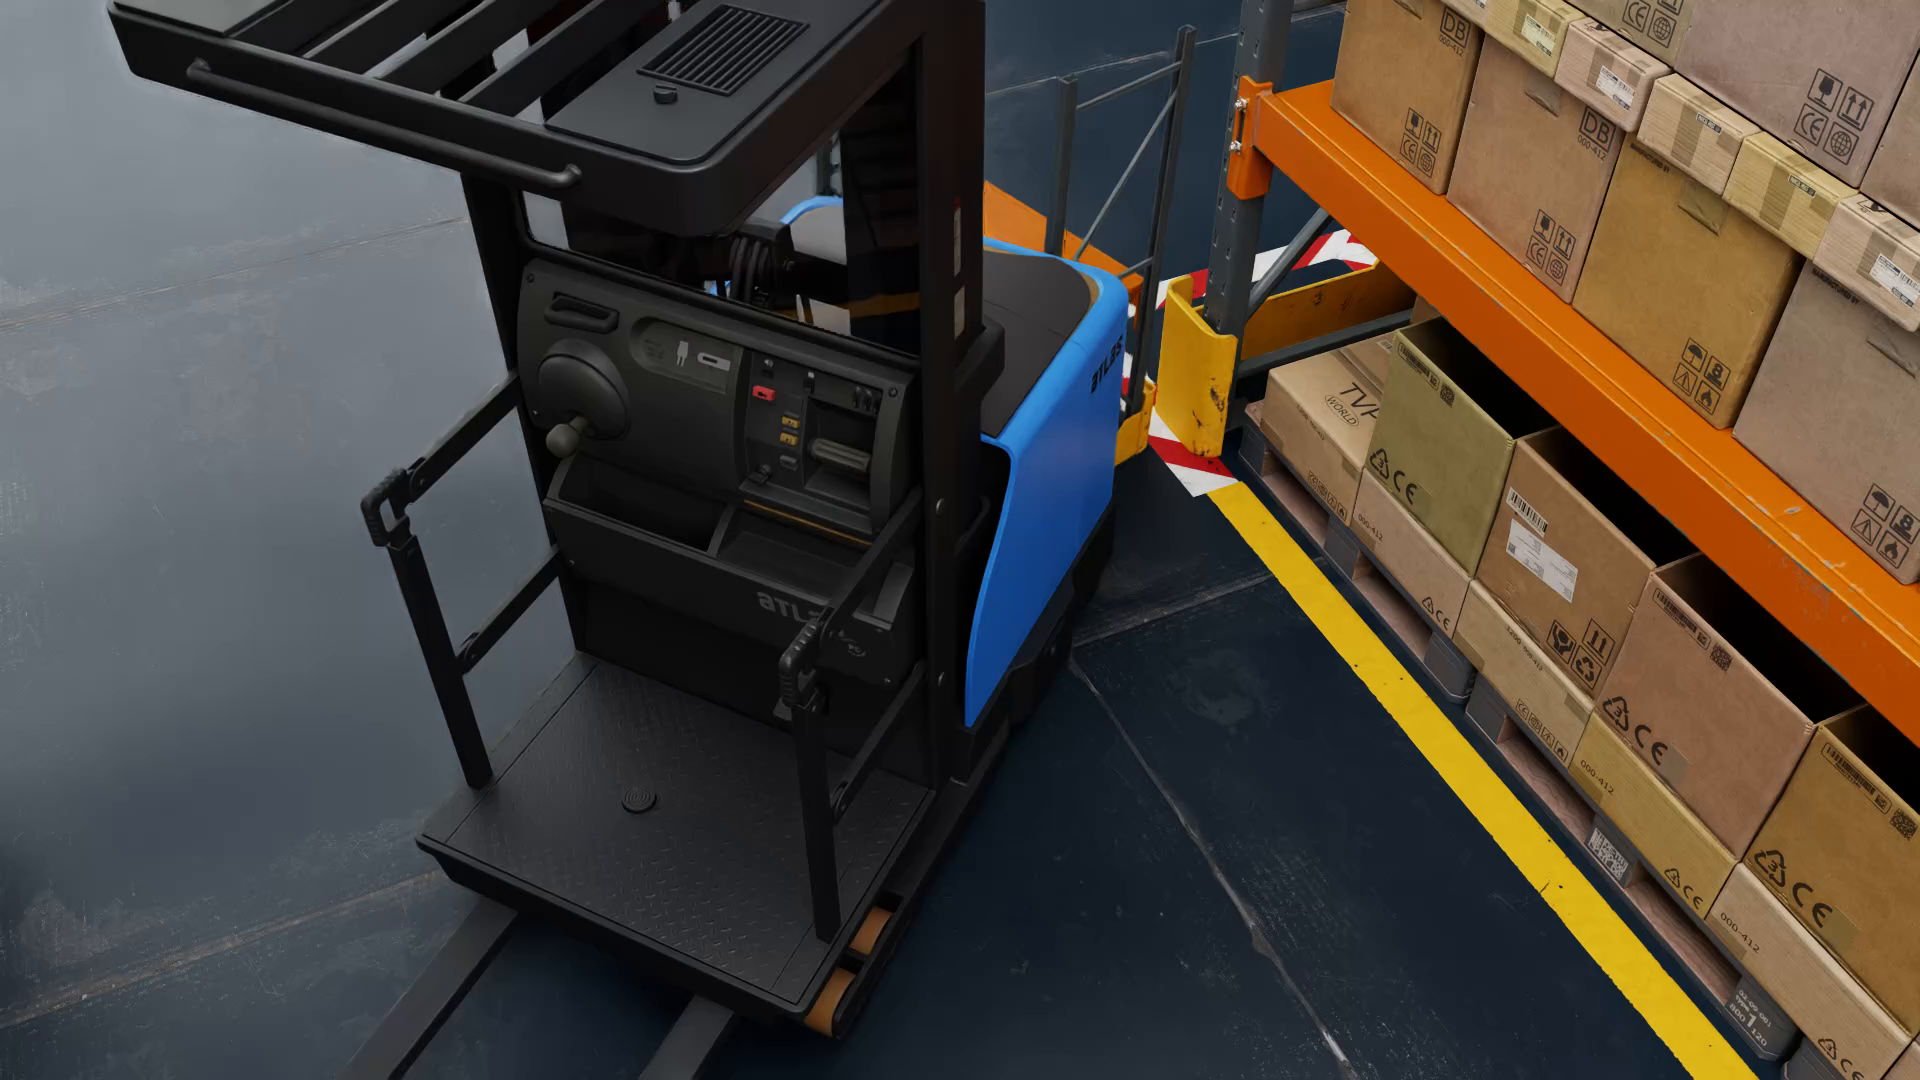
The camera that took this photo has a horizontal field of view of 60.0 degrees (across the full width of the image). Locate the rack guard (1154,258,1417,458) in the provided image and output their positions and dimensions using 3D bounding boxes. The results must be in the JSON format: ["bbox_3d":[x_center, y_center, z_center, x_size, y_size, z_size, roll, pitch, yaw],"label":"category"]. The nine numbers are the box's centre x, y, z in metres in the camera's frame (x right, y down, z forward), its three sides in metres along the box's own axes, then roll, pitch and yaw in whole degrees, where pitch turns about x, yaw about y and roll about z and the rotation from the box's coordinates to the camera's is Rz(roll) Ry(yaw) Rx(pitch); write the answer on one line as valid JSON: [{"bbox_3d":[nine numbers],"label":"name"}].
[{"bbox_3d":[1.249,-0.717,5.621,1.175,0.500,0.348,-18,47,-17],"label":"rack guard"}]

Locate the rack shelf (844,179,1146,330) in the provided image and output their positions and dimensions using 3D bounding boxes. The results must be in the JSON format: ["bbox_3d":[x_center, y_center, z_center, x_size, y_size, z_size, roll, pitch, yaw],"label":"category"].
[{"bbox_3d":[0.072,-0.888,5.313,0.538,0.185,1.000,-31,53,-30],"label":"rack shelf"}]

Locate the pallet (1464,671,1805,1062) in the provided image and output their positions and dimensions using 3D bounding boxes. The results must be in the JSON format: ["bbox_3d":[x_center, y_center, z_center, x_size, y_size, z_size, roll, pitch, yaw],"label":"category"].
[{"bbox_3d":[2.128,0.652,4.439,1.003,0.211,1.213,-18,47,-17],"label":"pallet"}]

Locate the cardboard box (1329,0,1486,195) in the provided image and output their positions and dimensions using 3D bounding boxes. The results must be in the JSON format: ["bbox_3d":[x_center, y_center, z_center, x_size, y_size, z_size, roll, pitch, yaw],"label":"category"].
[{"bbox_3d":[1.444,-1.326,4.387,0.700,0.500,0.500,-18,47,-17],"label":"cardboard box"}]

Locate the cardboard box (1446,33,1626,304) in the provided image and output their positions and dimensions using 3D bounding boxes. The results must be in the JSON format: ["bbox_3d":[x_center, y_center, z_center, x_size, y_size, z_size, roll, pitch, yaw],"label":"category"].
[{"bbox_3d":[1.669,-0.993,4.049,0.700,0.500,0.500,-17,47,-16],"label":"cardboard box"}]

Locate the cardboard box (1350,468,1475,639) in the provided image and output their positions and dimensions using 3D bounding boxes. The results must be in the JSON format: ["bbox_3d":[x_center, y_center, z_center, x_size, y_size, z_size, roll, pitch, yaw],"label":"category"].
[{"bbox_3d":[1.496,-0.038,4.811,0.500,0.250,0.500,-18,47,-17],"label":"cardboard box"}]

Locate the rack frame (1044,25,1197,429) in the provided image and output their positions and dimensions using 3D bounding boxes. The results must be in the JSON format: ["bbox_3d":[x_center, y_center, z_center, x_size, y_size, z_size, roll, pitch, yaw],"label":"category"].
[{"bbox_3d":[0.420,-0.748,4.926,0.500,1.500,0.032,-31,53,-30],"label":"rack frame"}]

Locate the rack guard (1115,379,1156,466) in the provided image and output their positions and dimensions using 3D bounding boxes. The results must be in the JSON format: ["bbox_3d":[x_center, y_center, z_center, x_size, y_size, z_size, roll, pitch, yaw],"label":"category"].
[{"bbox_3d":[0.394,-0.297,5.357,0.587,0.250,0.087,-31,53,-30],"label":"rack guard"}]

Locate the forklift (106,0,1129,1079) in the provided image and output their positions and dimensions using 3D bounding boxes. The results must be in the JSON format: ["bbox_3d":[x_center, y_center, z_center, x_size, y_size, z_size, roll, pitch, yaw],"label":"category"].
[{"bbox_3d":[-0.631,-0.205,3.371,1.130,2.935,3.031,19,48,18],"label":"forklift"}]

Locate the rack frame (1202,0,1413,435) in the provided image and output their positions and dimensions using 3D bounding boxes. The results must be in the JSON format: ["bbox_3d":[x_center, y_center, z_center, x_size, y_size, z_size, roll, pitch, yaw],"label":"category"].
[{"bbox_3d":[1.259,-1.592,4.728,1.000,3.000,0.127,-18,47,-17],"label":"rack frame"}]

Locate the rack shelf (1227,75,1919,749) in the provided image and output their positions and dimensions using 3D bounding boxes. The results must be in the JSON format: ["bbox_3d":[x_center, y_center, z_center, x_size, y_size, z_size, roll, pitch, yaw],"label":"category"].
[{"bbox_3d":[2.100,-0.061,3.689,1.077,0.370,4.000,-18,47,-17],"label":"rack shelf"}]

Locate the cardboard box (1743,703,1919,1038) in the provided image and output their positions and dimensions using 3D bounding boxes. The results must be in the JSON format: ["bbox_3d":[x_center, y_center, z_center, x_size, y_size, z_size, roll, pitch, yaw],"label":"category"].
[{"bbox_3d":[2.134,0.649,3.581,0.500,0.500,0.500,-18,47,-17],"label":"cardboard box"}]

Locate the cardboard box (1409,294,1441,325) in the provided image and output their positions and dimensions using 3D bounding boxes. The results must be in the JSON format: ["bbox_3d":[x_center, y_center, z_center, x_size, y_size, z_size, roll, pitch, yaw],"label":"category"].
[{"bbox_3d":[1.754,-0.776,5.025,0.500,0.500,0.500,-18,47,-17],"label":"cardboard box"}]

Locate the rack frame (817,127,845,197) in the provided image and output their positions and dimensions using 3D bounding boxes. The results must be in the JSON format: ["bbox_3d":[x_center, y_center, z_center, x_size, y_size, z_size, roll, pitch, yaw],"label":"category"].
[{"bbox_3d":[-0.262,-1.288,5.453,0.500,1.500,0.032,-31,53,-30],"label":"rack frame"}]

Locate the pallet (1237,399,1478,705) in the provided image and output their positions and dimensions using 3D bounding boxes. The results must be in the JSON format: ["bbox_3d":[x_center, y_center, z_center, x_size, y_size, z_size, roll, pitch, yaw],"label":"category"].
[{"bbox_3d":[1.619,-0.124,5.226,1.003,0.211,1.213,-18,47,-17],"label":"pallet"}]

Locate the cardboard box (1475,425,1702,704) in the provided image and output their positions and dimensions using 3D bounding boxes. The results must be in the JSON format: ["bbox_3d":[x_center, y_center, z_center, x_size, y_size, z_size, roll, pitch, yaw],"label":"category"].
[{"bbox_3d":[1.716,0.011,4.228,0.500,0.500,0.500,-18,47,-17],"label":"cardboard box"}]

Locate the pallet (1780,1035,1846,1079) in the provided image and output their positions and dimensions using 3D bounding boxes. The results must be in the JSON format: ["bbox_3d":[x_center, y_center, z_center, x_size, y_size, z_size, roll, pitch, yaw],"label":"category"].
[{"bbox_3d":[2.644,1.431,3.650,1.003,0.211,1.213,-18,47,-17],"label":"pallet"}]

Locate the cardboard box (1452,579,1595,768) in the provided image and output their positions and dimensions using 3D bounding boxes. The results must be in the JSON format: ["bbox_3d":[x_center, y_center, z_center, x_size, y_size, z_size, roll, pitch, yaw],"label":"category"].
[{"bbox_3d":[1.706,0.281,4.488,0.500,0.250,0.500,-18,47,-17],"label":"cardboard box"}]

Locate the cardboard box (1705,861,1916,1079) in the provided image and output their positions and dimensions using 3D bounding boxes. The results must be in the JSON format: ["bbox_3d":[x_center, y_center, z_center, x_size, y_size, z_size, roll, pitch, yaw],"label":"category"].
[{"bbox_3d":[2.123,0.920,3.841,0.500,0.250,0.500,-18,47,-17],"label":"cardboard box"}]

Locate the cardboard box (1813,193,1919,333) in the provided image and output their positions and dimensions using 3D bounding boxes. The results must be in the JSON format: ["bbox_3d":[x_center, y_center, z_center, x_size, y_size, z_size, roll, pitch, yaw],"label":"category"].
[{"bbox_3d":[1.874,-0.565,3.154,0.380,0.149,0.250,-18,47,-17],"label":"cardboard box"}]

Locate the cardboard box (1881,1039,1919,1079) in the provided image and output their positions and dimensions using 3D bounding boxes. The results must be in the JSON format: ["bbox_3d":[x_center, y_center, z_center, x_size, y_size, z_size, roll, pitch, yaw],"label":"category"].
[{"bbox_3d":[2.346,1.234,3.522,0.500,0.250,0.500,-18,47,-17],"label":"cardboard box"}]

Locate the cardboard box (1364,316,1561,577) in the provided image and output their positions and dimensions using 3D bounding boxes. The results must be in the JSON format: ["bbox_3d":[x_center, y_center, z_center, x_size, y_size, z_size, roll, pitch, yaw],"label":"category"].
[{"bbox_3d":[1.495,-0.304,4.547,0.500,0.500,0.500,-18,47,-17],"label":"cardboard box"}]

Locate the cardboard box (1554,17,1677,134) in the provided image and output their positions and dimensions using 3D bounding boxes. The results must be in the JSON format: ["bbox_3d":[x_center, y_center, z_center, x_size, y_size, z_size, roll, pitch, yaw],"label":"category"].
[{"bbox_3d":[1.550,-1.056,3.652,0.380,0.149,0.250,-19,48,-18],"label":"cardboard box"}]

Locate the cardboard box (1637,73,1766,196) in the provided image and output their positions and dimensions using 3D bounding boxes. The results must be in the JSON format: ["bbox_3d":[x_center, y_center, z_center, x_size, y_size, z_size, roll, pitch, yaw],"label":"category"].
[{"bbox_3d":[1.664,-0.887,3.481,0.380,0.149,0.250,-20,48,-19],"label":"cardboard box"}]

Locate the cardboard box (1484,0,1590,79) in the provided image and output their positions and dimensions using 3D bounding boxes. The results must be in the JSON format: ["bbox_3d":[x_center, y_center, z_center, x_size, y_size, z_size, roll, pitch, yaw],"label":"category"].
[{"bbox_3d":[1.446,-1.218,3.816,0.380,0.149,0.250,-18,47,-17],"label":"cardboard box"}]

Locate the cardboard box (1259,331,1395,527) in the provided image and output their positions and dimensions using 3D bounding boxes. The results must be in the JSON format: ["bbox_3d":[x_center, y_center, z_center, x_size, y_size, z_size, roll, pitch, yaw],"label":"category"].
[{"bbox_3d":[1.283,-0.355,5.133,0.500,0.250,0.500,-18,47,-17],"label":"cardboard box"}]

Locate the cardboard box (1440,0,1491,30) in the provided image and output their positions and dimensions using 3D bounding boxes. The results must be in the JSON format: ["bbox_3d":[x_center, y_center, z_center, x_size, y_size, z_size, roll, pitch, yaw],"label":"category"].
[{"bbox_3d":[1.342,-1.377,3.977,0.380,0.149,0.250,-19,48,-18],"label":"cardboard box"}]

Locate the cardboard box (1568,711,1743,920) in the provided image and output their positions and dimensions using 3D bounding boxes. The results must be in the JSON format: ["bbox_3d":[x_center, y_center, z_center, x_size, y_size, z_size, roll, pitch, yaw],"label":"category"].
[{"bbox_3d":[1.912,0.601,4.164,0.500,0.250,0.500,-18,47,-17],"label":"cardboard box"}]

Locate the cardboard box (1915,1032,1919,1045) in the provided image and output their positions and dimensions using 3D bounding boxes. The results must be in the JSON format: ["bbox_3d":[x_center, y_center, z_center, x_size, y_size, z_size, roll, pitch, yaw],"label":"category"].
[{"bbox_3d":[2.348,0.966,3.260,0.500,0.500,0.500,-18,47,-17],"label":"cardboard box"}]

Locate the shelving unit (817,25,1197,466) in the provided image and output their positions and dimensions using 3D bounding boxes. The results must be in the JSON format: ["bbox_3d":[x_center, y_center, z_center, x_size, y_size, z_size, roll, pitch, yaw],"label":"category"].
[{"bbox_3d":[0.085,-1.013,5.185,0.587,1.500,1.083,-31,53,-30],"label":"shelving unit"}]

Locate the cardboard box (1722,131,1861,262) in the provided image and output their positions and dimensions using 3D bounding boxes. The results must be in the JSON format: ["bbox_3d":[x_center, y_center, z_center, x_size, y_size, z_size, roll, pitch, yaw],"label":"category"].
[{"bbox_3d":[1.772,-0.725,3.316,0.380,0.149,0.250,-19,48,-18],"label":"cardboard box"}]

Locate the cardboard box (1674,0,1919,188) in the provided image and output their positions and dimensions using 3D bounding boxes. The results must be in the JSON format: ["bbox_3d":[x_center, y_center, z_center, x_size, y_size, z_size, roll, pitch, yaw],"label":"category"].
[{"bbox_3d":[1.905,-1.100,3.234,0.700,0.500,0.500,-18,47,-17],"label":"cardboard box"}]

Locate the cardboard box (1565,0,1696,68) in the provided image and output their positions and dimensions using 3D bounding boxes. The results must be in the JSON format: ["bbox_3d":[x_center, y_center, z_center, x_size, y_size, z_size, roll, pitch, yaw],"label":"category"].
[{"bbox_3d":[1.692,-1.421,3.559,0.700,0.500,0.500,-19,48,-18],"label":"cardboard box"}]

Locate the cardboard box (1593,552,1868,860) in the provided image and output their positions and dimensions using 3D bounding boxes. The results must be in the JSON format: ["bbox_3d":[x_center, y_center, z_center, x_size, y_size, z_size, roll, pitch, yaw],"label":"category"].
[{"bbox_3d":[1.911,0.335,3.900,0.500,0.500,0.500,-18,47,-17],"label":"cardboard box"}]

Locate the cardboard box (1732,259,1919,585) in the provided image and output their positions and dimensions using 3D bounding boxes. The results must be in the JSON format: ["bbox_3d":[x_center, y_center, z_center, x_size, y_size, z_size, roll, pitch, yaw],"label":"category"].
[{"bbox_3d":[2.097,-0.340,3.388,0.700,0.500,0.500,-17,47,-16],"label":"cardboard box"}]

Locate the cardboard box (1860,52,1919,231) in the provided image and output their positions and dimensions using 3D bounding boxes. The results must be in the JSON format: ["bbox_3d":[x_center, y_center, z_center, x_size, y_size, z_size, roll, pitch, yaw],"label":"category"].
[{"bbox_3d":[2.115,-0.781,2.911,0.700,0.500,0.500,-18,47,-17],"label":"cardboard box"}]

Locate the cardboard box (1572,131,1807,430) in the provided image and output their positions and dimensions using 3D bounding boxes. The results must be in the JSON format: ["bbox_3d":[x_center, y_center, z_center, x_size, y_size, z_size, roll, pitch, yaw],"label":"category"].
[{"bbox_3d":[1.872,-0.675,3.727,0.700,0.500,0.500,-18,47,-17],"label":"cardboard box"}]
